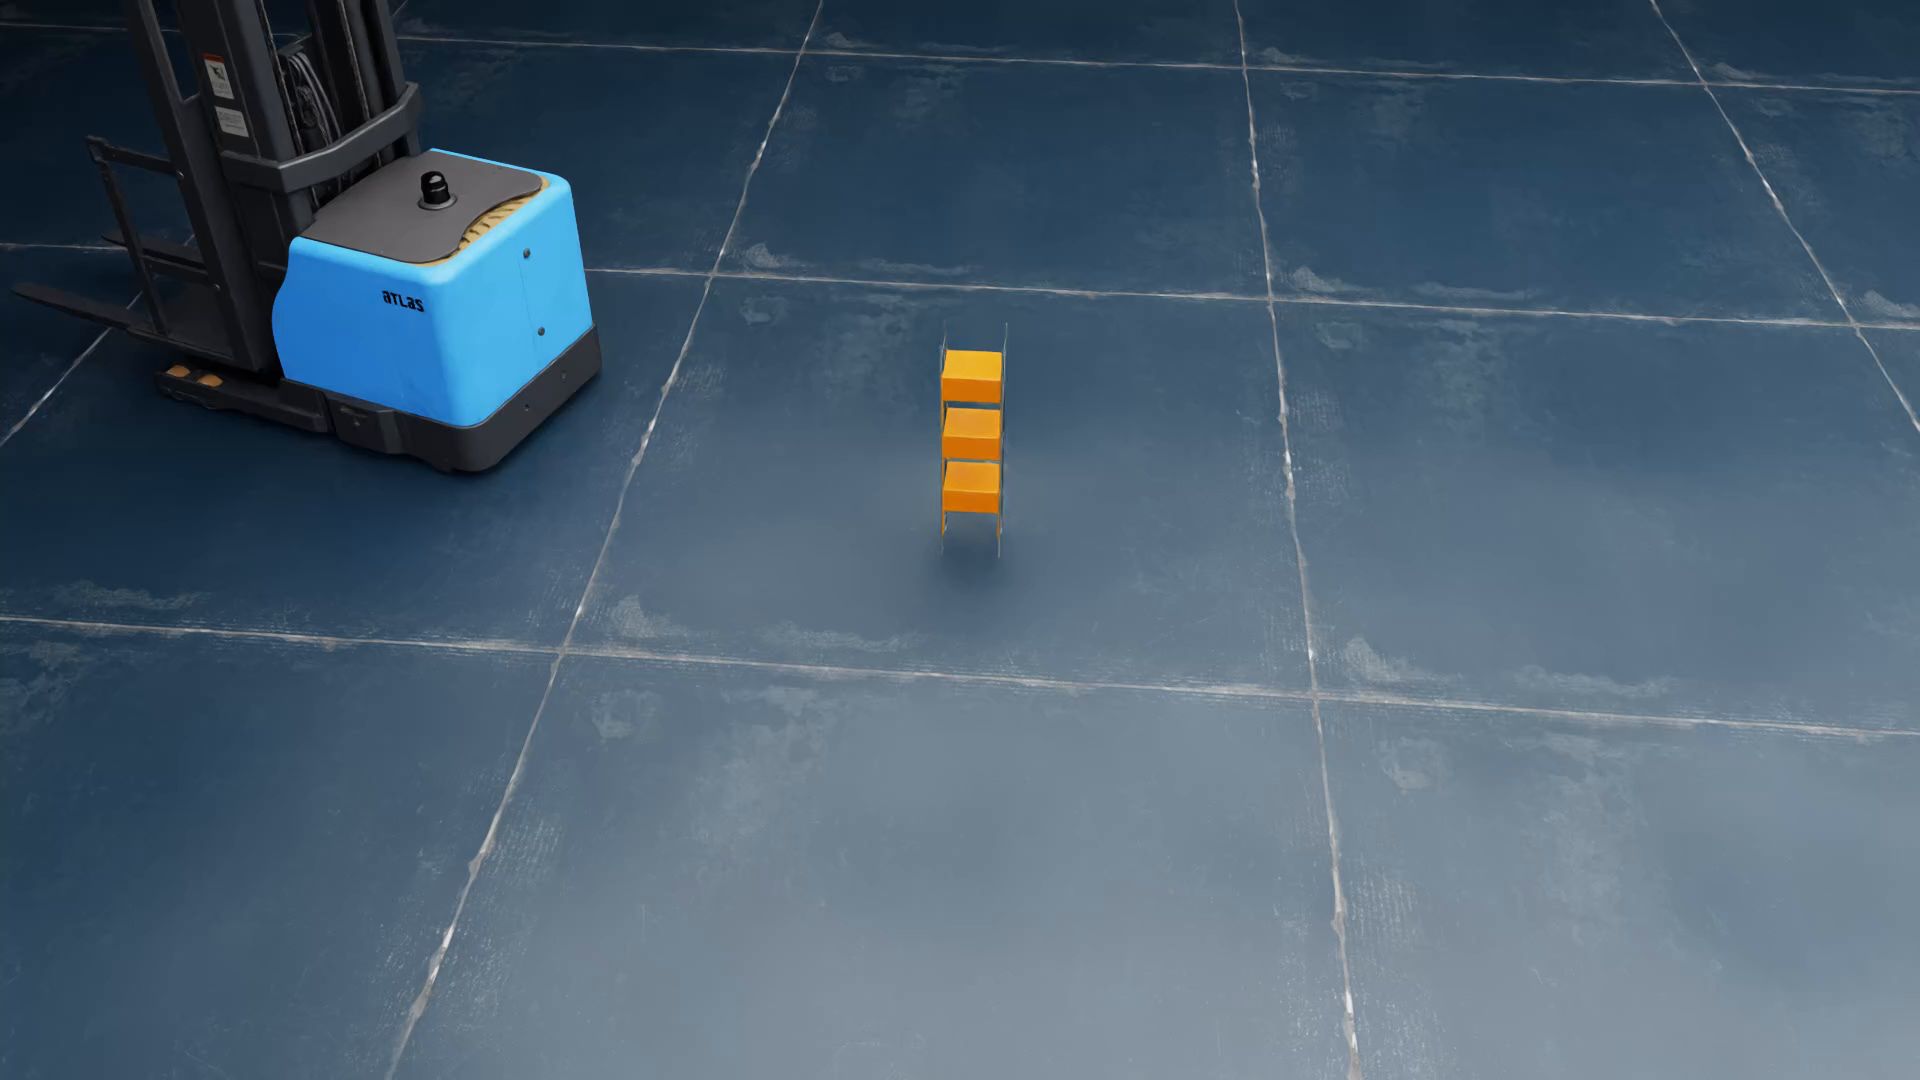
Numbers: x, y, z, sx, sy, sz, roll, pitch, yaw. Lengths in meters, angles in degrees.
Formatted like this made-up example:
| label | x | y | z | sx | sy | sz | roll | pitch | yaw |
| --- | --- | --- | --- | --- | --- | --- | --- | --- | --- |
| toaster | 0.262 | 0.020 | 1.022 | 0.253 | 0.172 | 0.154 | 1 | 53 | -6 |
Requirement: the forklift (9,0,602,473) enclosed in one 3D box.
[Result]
| label | x | y | z | sx | sy | sz | roll | pitch | yaw |
| --- | --- | --- | --- | --- | --- | --- | --- | --- | --- |
| forklift | -3.327 | -2.055 | 7.453 | 3.031 | 2.935 | 1.130 | 15 | 42 | 18 |

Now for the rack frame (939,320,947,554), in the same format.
| label | x | y | z | sx | sy | sz | roll | pitch | yaw |
| --- | --- | --- | --- | --- | --- | --- | --- | --- | --- |
| rack frame | -0.068 | -0.411 | 6.923 | 0.008 | 1.050 | 0.200 | 3 | 39 | 4 |

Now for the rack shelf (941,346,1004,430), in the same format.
| label | x | y | z | sx | sy | sz | roll | pitch | yaw |
| --- | --- | --- | --- | --- | --- | --- | --- | --- | --- |
| rack shelf | 0.053 | -0.616 | 6.743 | 0.240 | 0.259 | 0.215 | 3 | 39 | 4 |

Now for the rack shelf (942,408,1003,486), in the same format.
| label | x | y | z | sx | sy | sz | roll | pitch | yaw |
| --- | --- | --- | --- | --- | --- | --- | --- | --- | --- |
| rack shelf | 0.053 | -0.396 | 6.922 | 0.240 | 0.259 | 0.215 | 3 | 39 | 4 |

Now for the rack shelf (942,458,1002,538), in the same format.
| label | x | y | z | sx | sy | sz | roll | pitch | yaw |
| --- | --- | --- | --- | --- | --- | --- | --- | --- | --- |
| rack shelf | 0.053 | -0.180 | 7.097 | 0.240 | 0.259 | 0.215 | 3 | 39 | 4 |

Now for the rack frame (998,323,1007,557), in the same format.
| label | x | y | z | sx | sy | sz | roll | pitch | yaw |
| --- | --- | --- | --- | --- | --- | --- | --- | --- | --- |
| rack frame | 0.175 | -0.398 | 6.907 | 0.008 | 1.050 | 0.200 | 3 | 39 | 4 |

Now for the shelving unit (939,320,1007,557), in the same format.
| label | x | y | z | sx | sy | sz | roll | pitch | yaw |
| --- | --- | --- | --- | --- | --- | --- | --- | --- | --- |
| shelving unit | 0.053 | -0.404 | 6.915 | 0.252 | 1.050 | 0.215 | 3 | 39 | 4 |
